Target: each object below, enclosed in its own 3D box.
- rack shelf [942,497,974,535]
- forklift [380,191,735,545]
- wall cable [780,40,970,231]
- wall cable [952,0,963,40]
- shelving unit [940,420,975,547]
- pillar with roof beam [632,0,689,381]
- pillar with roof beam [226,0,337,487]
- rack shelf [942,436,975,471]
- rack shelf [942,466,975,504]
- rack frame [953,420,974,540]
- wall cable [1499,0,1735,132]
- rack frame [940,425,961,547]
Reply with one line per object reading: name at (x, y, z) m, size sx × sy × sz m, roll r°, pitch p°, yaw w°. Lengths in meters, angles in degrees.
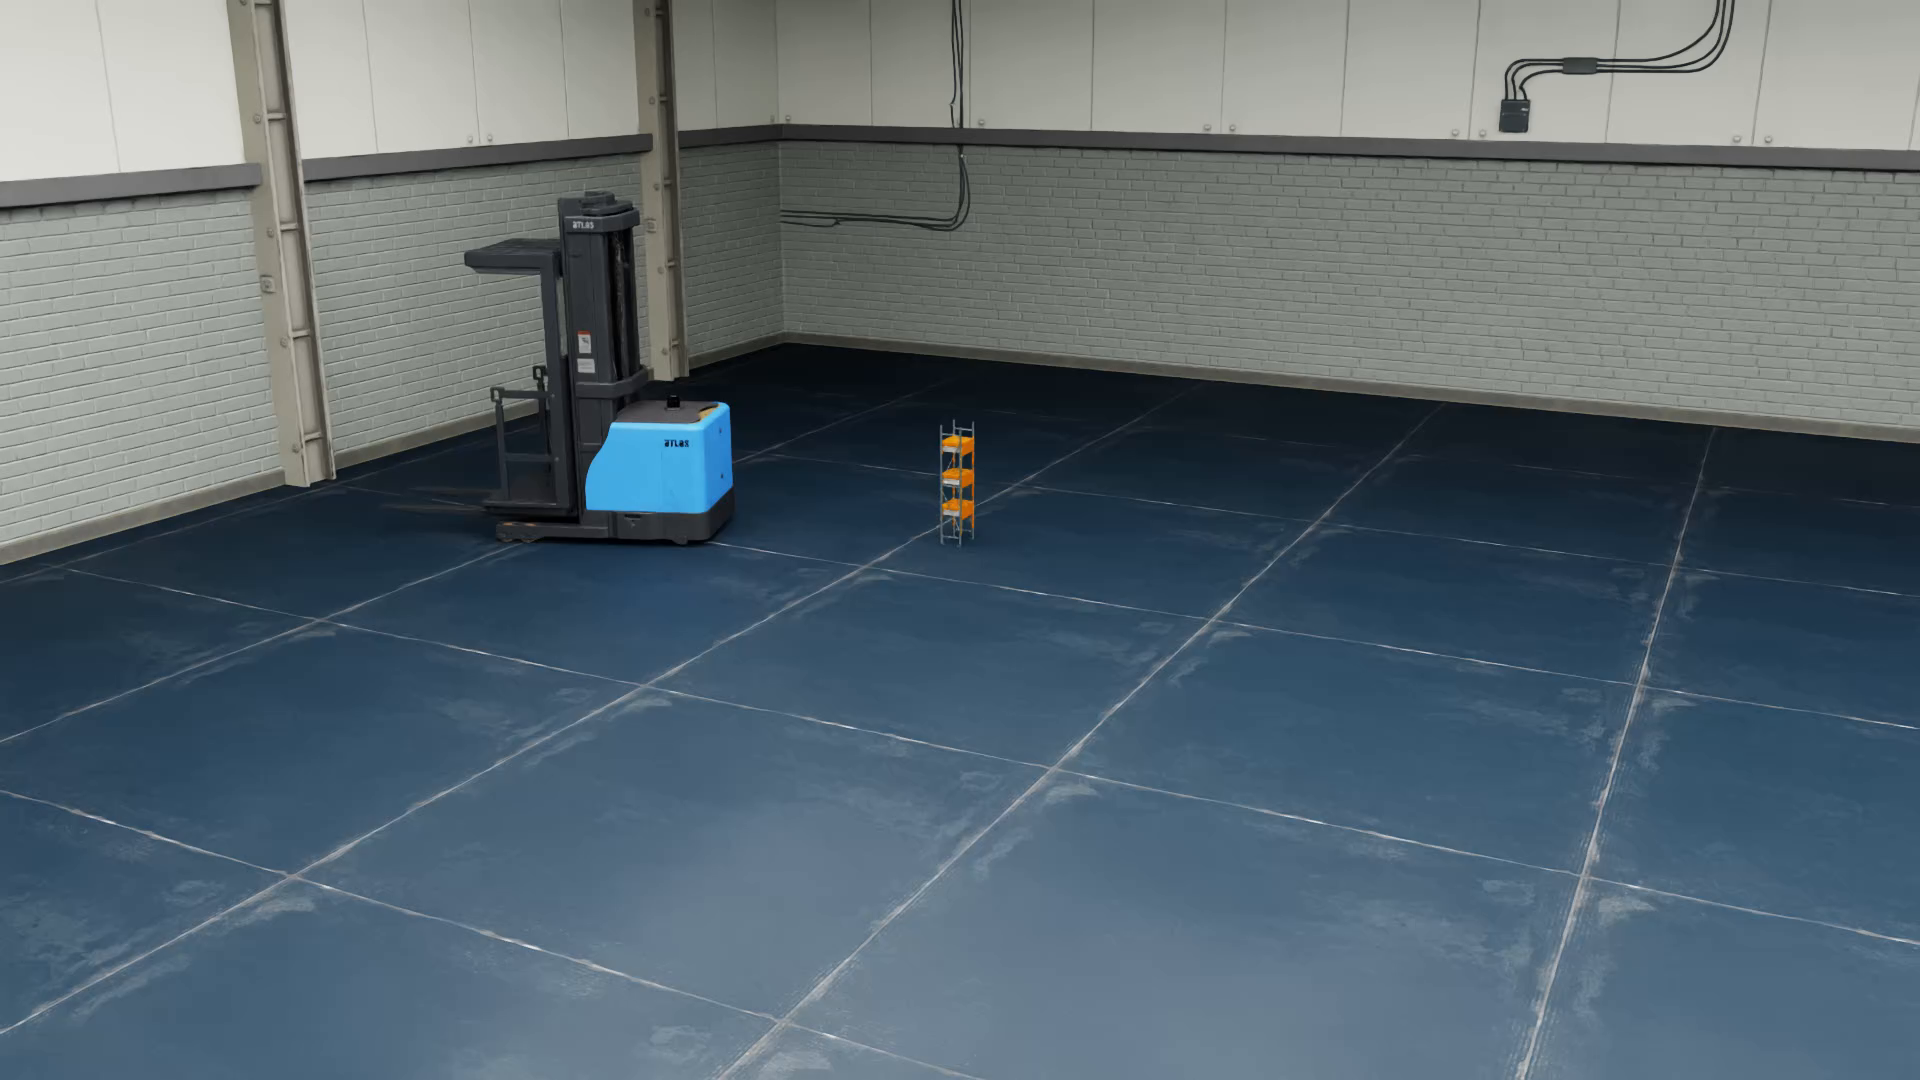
rack shelf at (-0.024, -0.213, 14.411) m, size 0.215 × 0.259 × 0.240 m, roll 8°, pitch 18°, yaw 25°
forklift at (-3.604, -1.529, 14.525) m, size 3.031 × 2.935 × 1.130 m, roll 2°, pitch 17°, yaw 7°
wall cable at (-1.262, -5.520, 22.757) m, size 3.097 × 2.526 × 0.112 m, roll 8°, pitch 18°, yaw 25°
wall cable at (1.158, -7.597, 20.879) m, size 3.097 × 2.526 × 0.112 m, roll 8°, pitch 18°, yaw 25°
shelving unit at (-0.024, -0.490, 14.329) m, size 0.215 × 1.050 × 0.252 m, roll 8°, pitch 18°, yaw 25°
pillar with roof beam at (0.090, -5.878, 18.511) m, size 9.100 × 9.000 × 0.400 m, roll 8°, pitch 18°, yaw 25°
pillar with roof beam at (-2.591, -4.350, 13.366) m, size 9.100 × 9.000 × 0.400 m, roll 8°, pitch 18°, yaw 25°
rack shelf at (-0.024, -0.752, 14.251) m, size 0.215 × 0.259 × 0.240 m, roll 8°, pitch 18°, yaw 25°
rack shelf at (-0.024, -0.479, 14.332) m, size 0.215 × 0.259 × 0.240 m, roll 8°, pitch 18°, yaw 25°
rack frame at (0.031, -0.521, 14.434) m, size 0.200 × 1.050 × 0.008 m, roll 8°, pitch 18°, yaw 25°
wall cable at (7.224, -7.427, 17.751) m, size 2.305 × 6.003 × 0.169 m, roll 8°, pitch 18°, yaw 25°
rack frame at (-0.078, -0.459, 14.224) m, size 0.200 × 1.050 × 0.008 m, roll 8°, pitch 18°, yaw 25°
